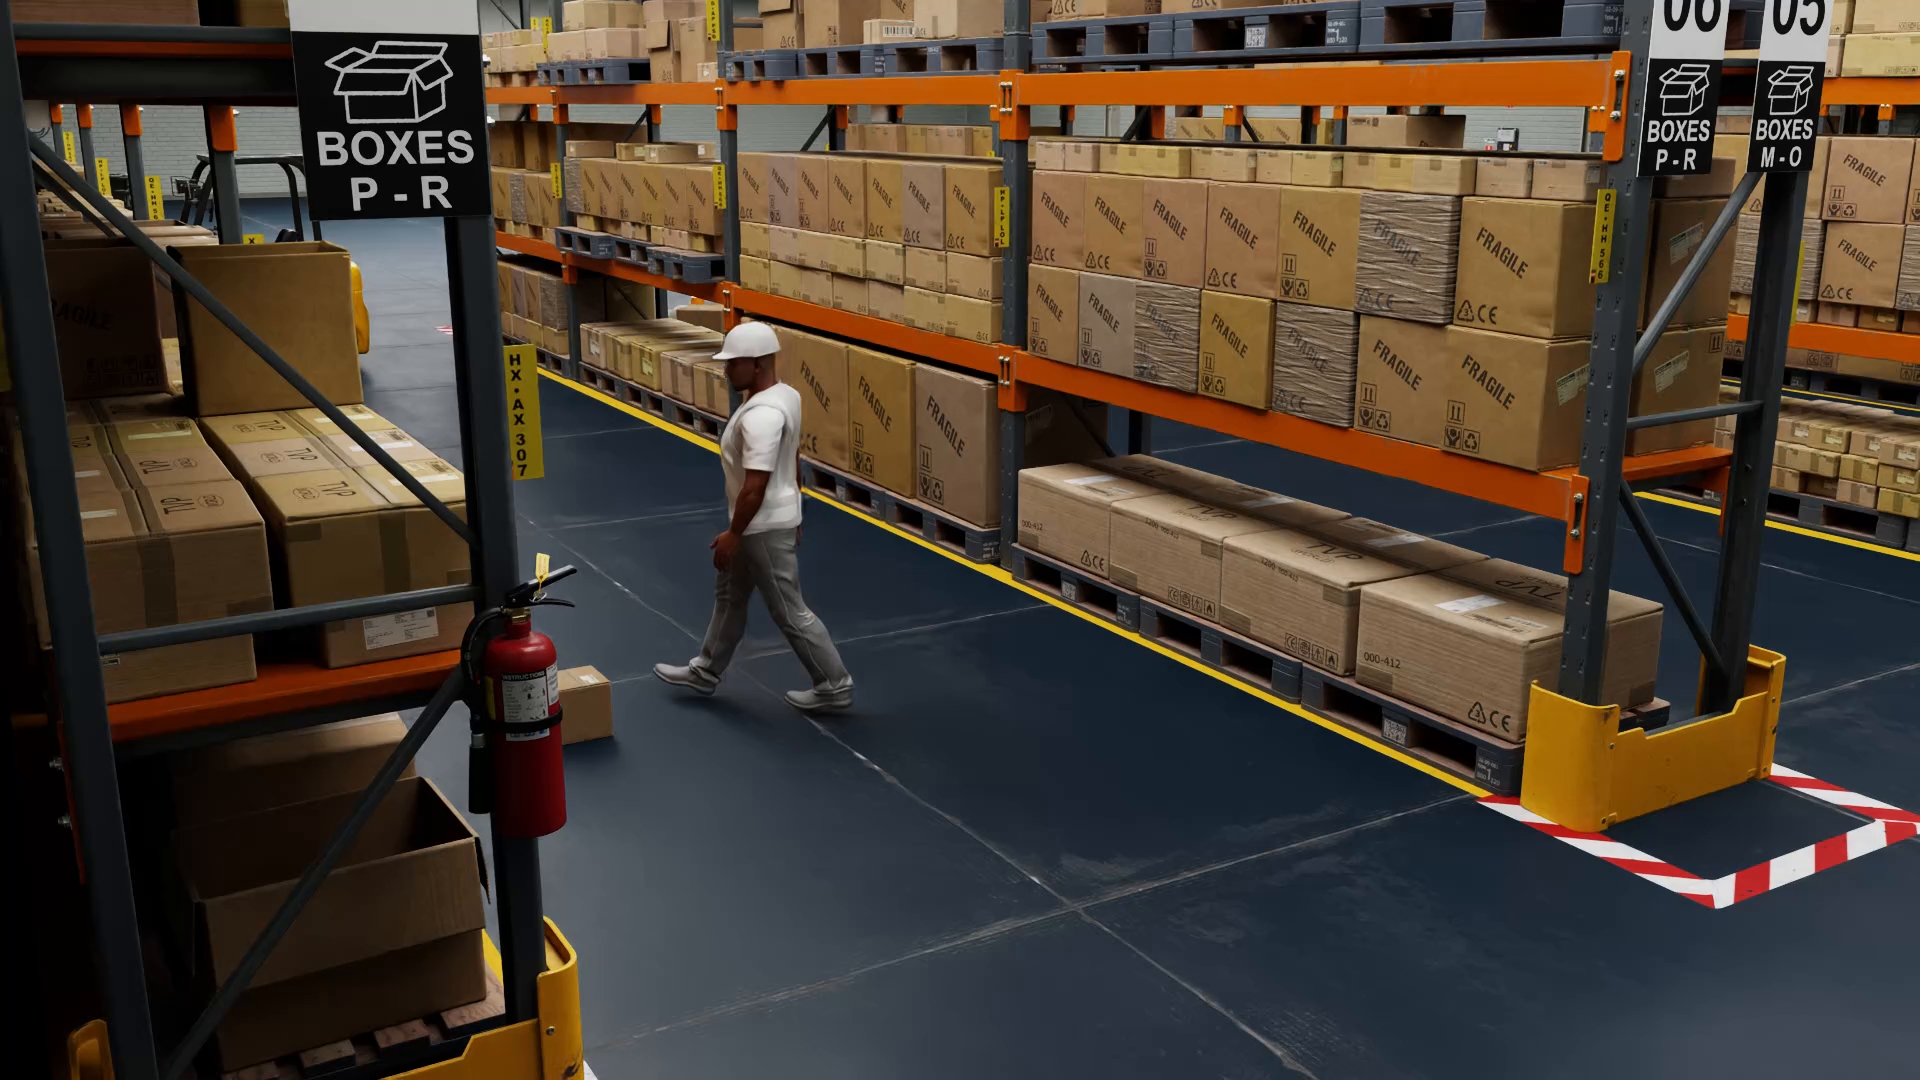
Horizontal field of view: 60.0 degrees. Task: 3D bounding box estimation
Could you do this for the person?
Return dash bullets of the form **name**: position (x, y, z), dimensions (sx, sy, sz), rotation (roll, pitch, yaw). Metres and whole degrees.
- **person**: position (-0.940, -0.091, 7.282), dimensions (0.937, 1.726, 0.613), rotation (-1, 15, -2)
